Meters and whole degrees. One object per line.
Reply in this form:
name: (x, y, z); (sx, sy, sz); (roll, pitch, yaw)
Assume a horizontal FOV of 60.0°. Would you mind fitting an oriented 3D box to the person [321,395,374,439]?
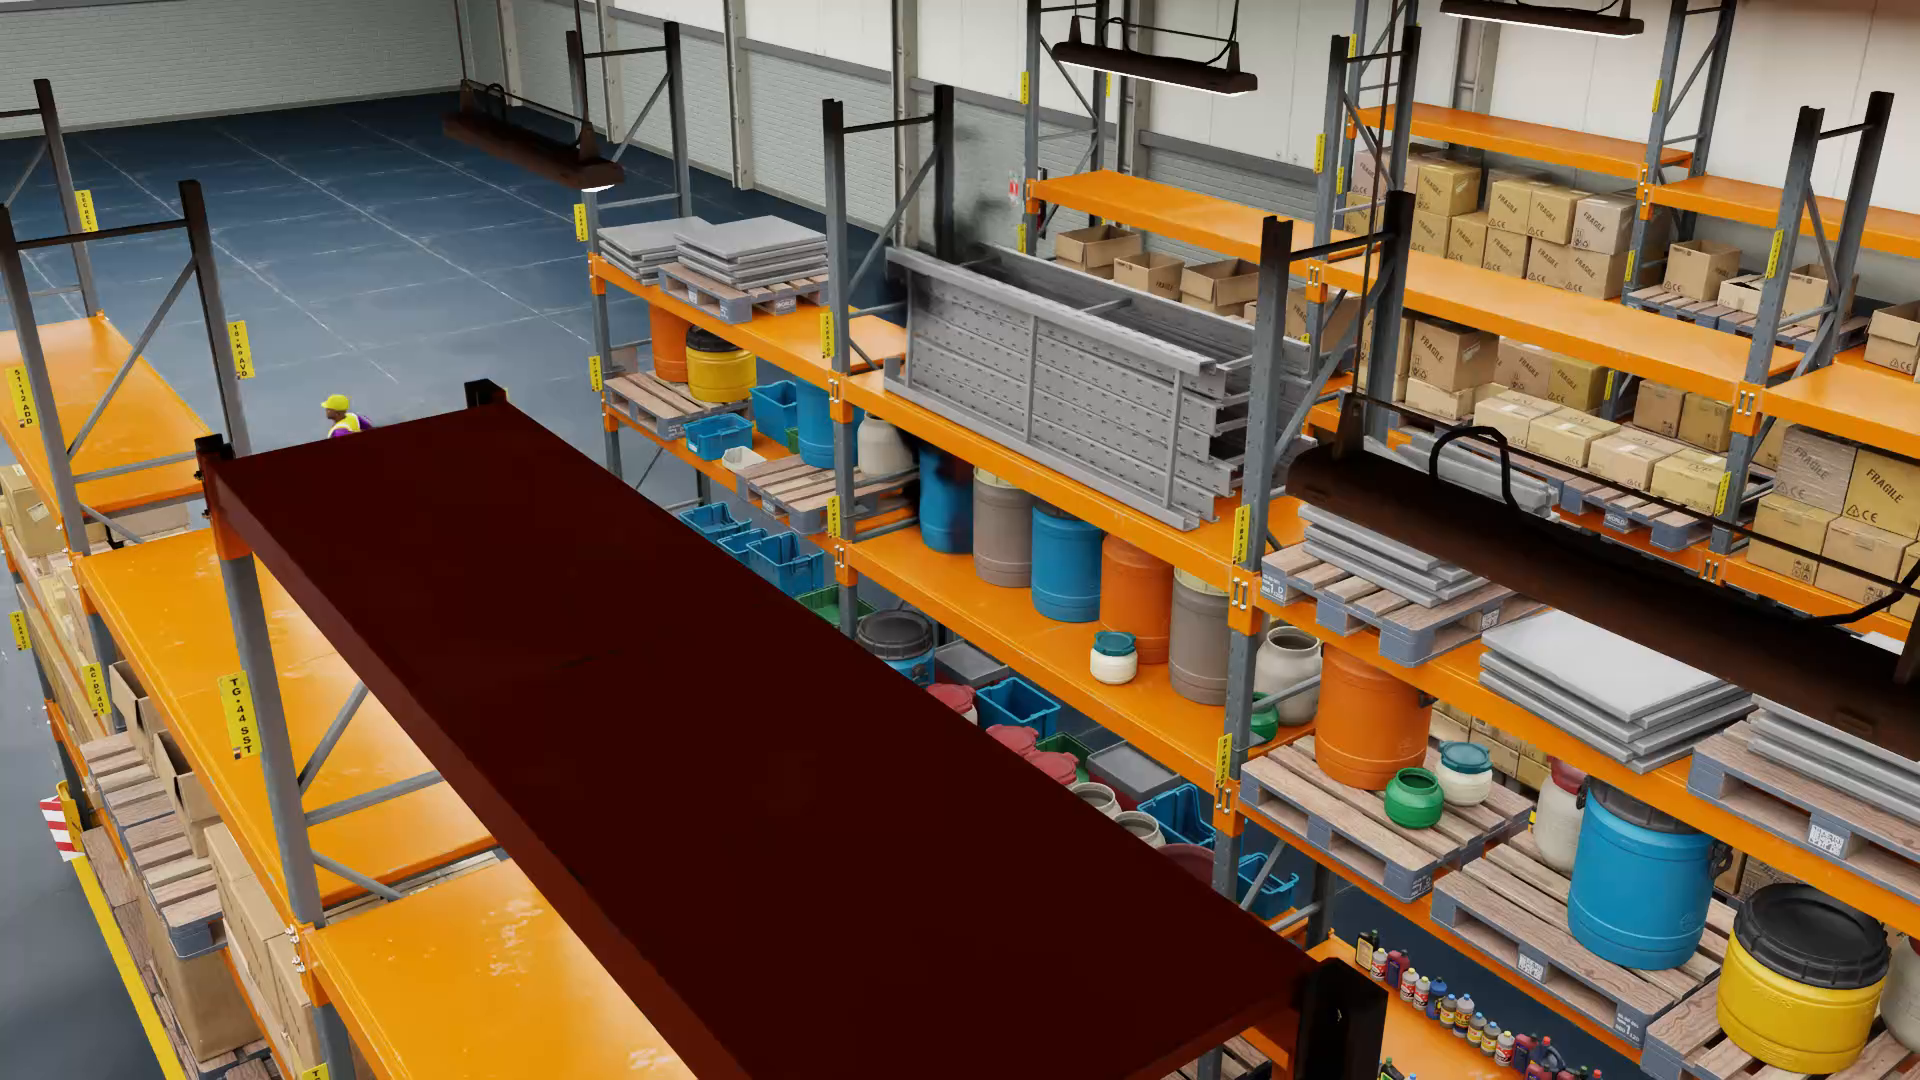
person: (-6.773, -0.789, 18.520); (0.981, 1.750, 0.701); (-5, 25, -11)
